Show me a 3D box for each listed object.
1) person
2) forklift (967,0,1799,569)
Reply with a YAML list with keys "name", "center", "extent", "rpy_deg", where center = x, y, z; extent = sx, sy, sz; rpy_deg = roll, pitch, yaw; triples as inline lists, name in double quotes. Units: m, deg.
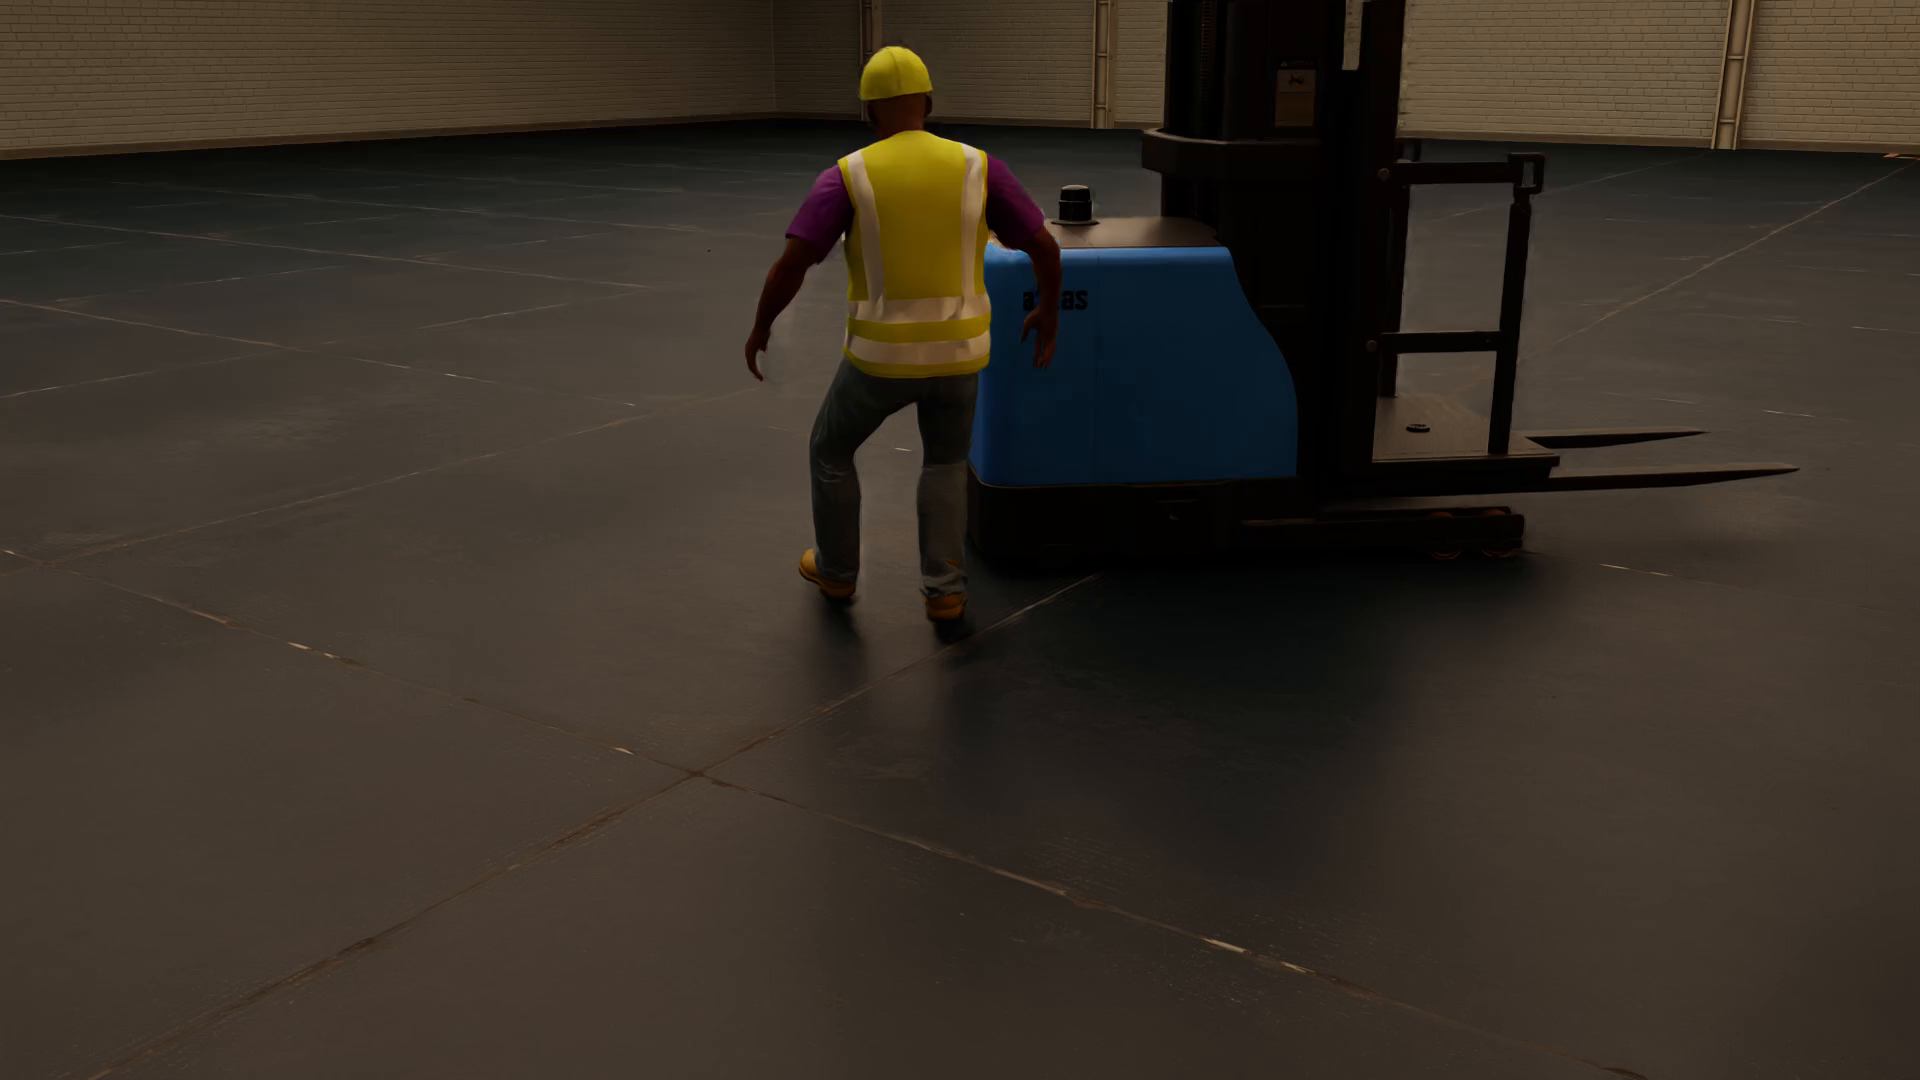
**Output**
- name: "person"
  center: [-0.189, -0.612, 5.004]
  extent: [0.943, 1.679, 0.717]
  rpy_deg: [-4, 17, -13]
- name: "forklift"
  center: [1.502, -1.482, 5.787]
  extent: [3.031, 2.935, 1.130]
  rpy_deg: [-2, 17, -8]
